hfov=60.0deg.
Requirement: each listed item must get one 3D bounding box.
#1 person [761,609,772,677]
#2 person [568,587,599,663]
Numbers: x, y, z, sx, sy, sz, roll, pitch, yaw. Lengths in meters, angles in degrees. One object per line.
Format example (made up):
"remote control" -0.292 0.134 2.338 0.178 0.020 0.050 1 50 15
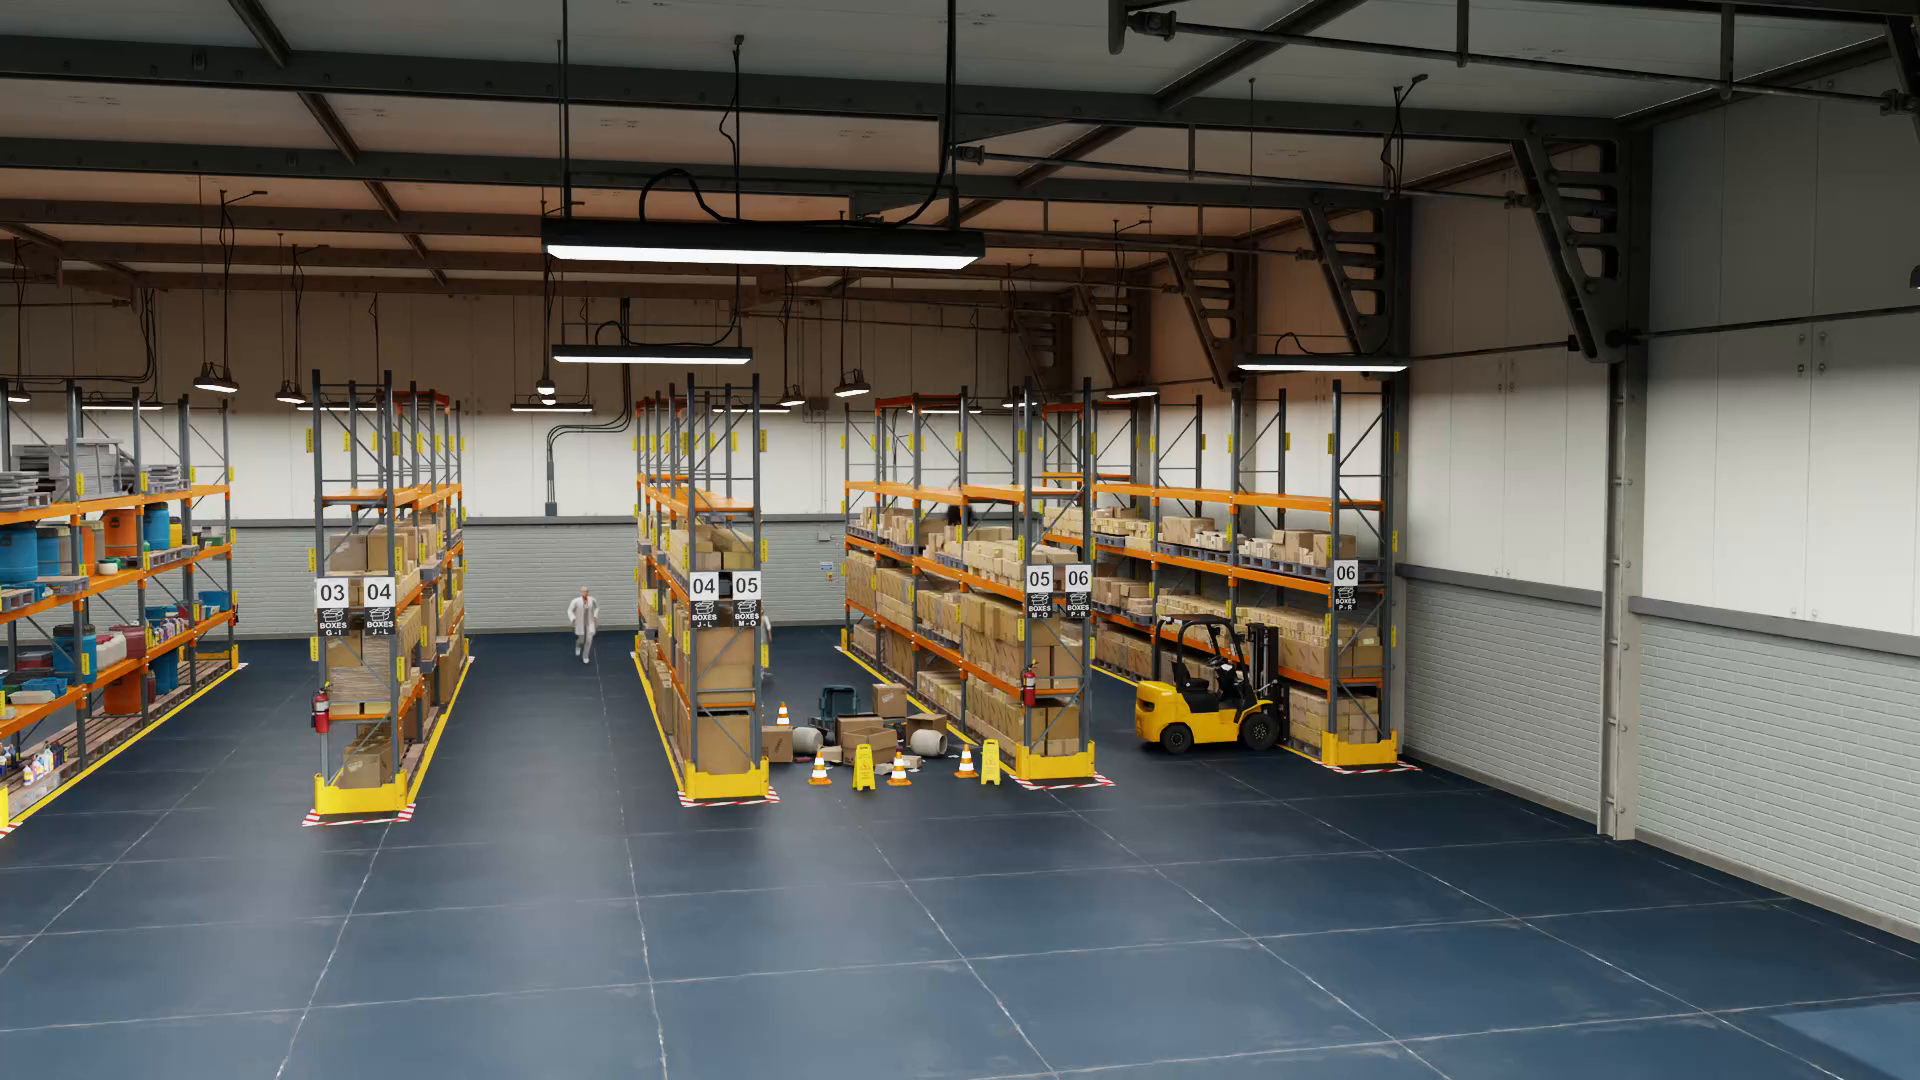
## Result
"person" -4.319 2.215 35.688 0.553 1.427 0.970 0 3 1
"person" -8.663 1.944 38.316 0.727 1.734 0.721 -2 4 -25
